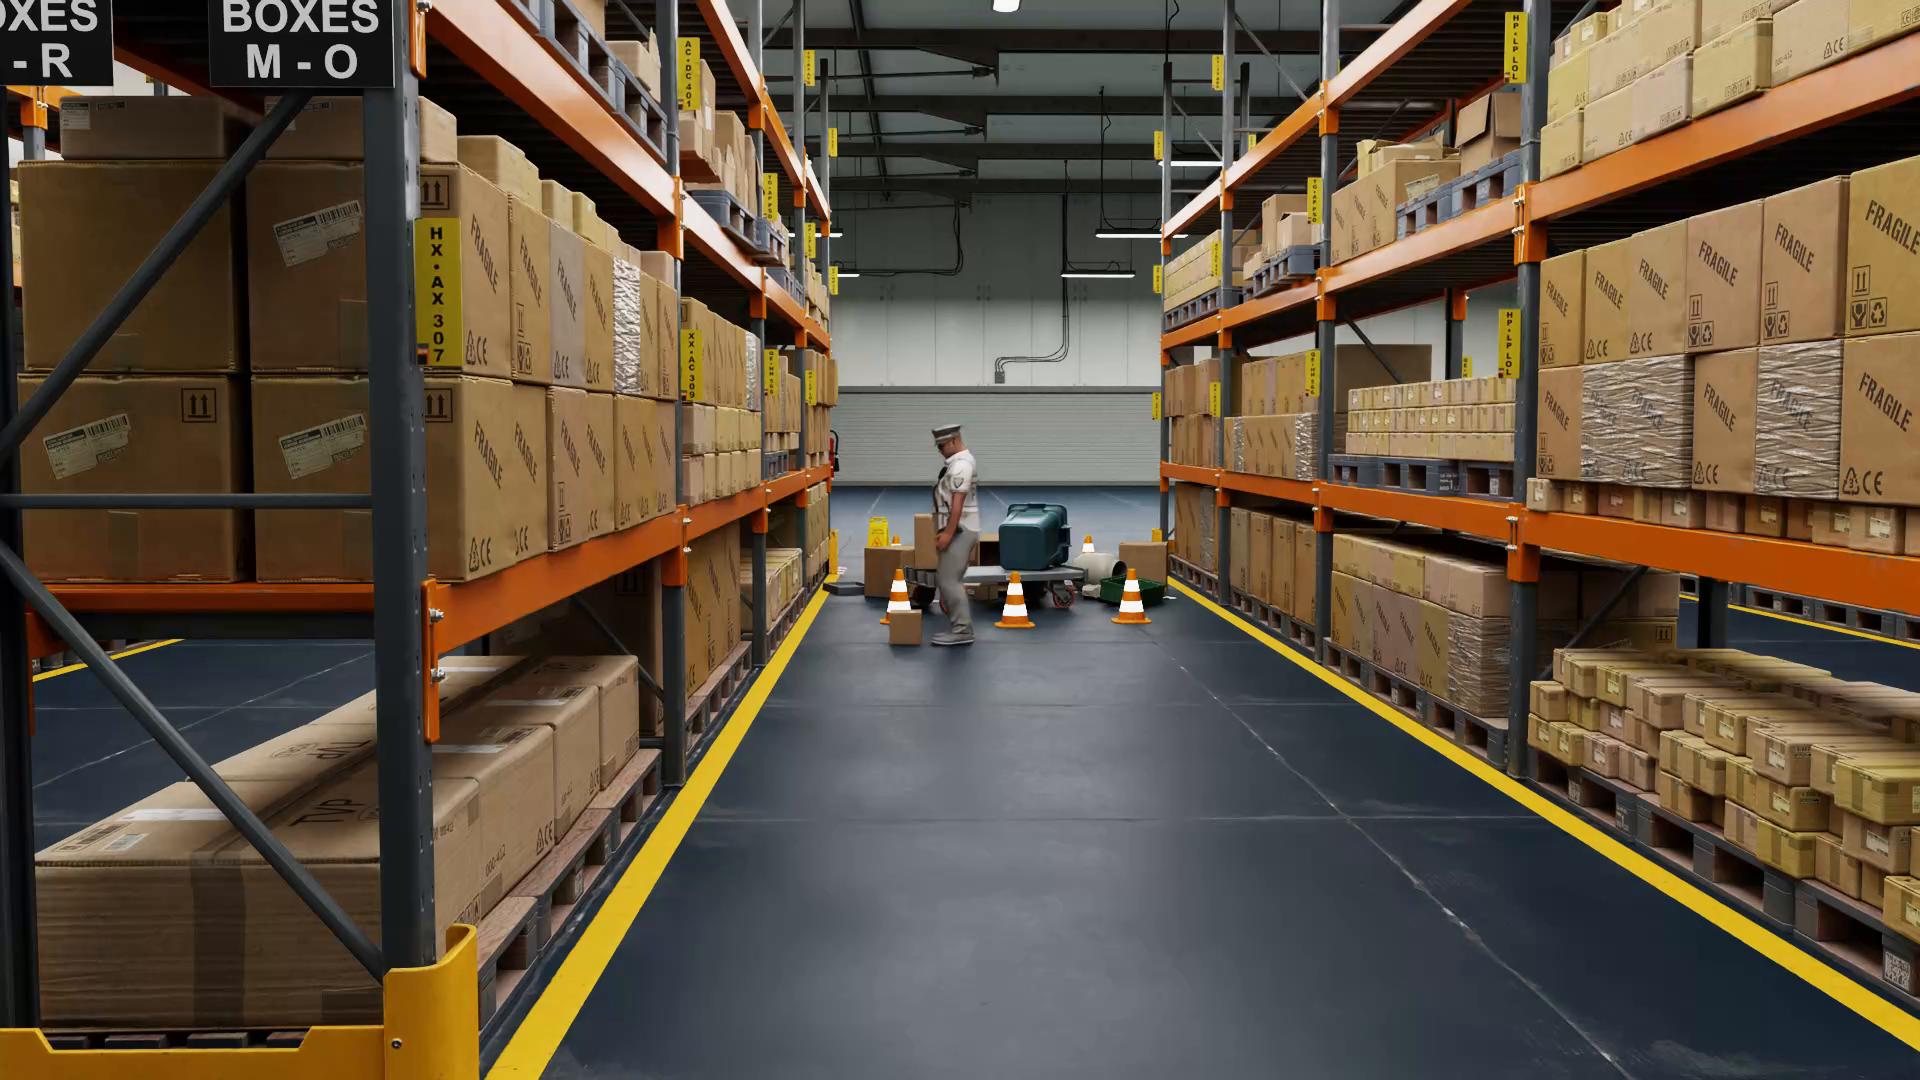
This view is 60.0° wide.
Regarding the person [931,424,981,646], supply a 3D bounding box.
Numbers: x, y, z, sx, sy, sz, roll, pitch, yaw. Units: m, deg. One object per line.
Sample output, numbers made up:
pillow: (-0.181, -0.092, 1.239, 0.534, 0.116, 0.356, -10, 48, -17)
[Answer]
person: (-0.028, -0.043, 13.087, 0.393, 1.733, 0.538, 0, 4, 0)
